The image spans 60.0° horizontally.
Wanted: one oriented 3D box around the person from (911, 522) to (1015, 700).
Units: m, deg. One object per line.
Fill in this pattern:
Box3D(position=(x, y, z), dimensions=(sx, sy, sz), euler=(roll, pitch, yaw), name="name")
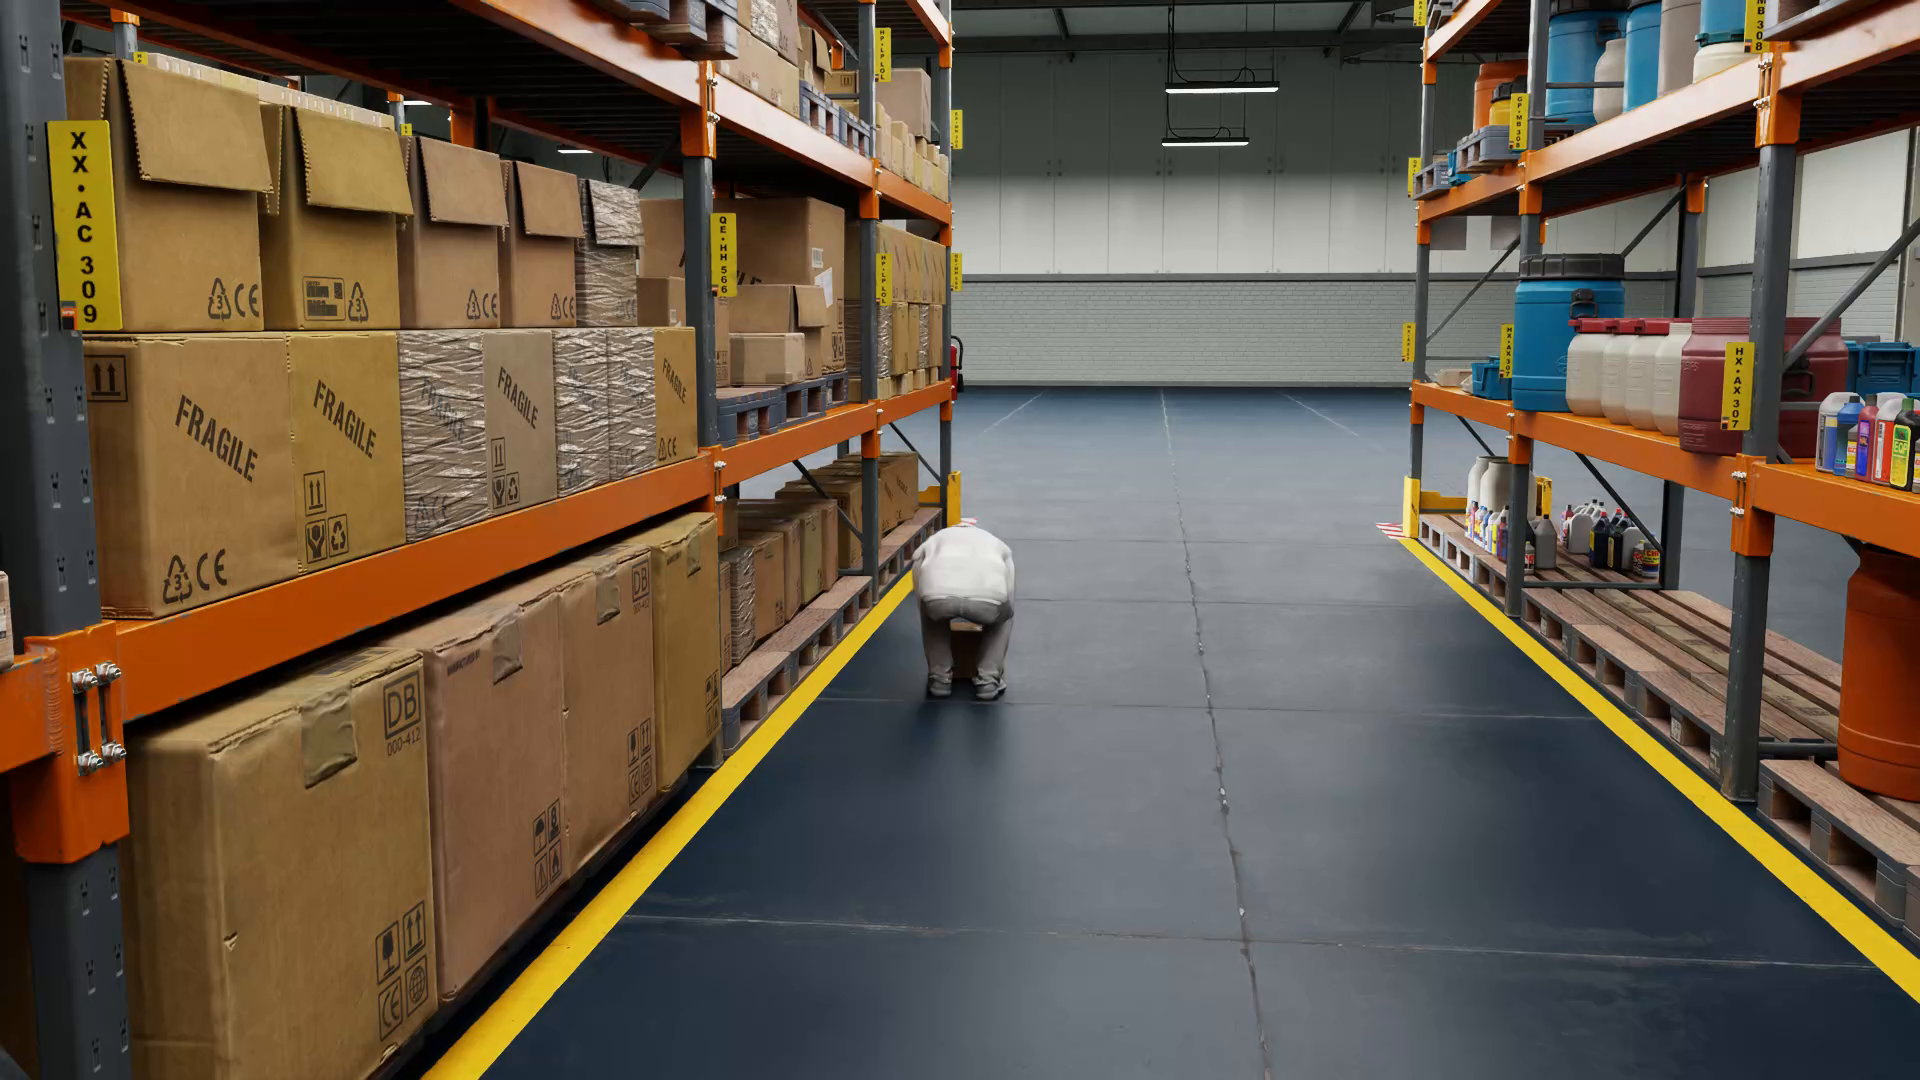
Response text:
Box3D(position=(0.006, 0.354, 8.324), dimensions=(0.526, 0.808, 0.970), euler=(1, 8, 5), name="person")
